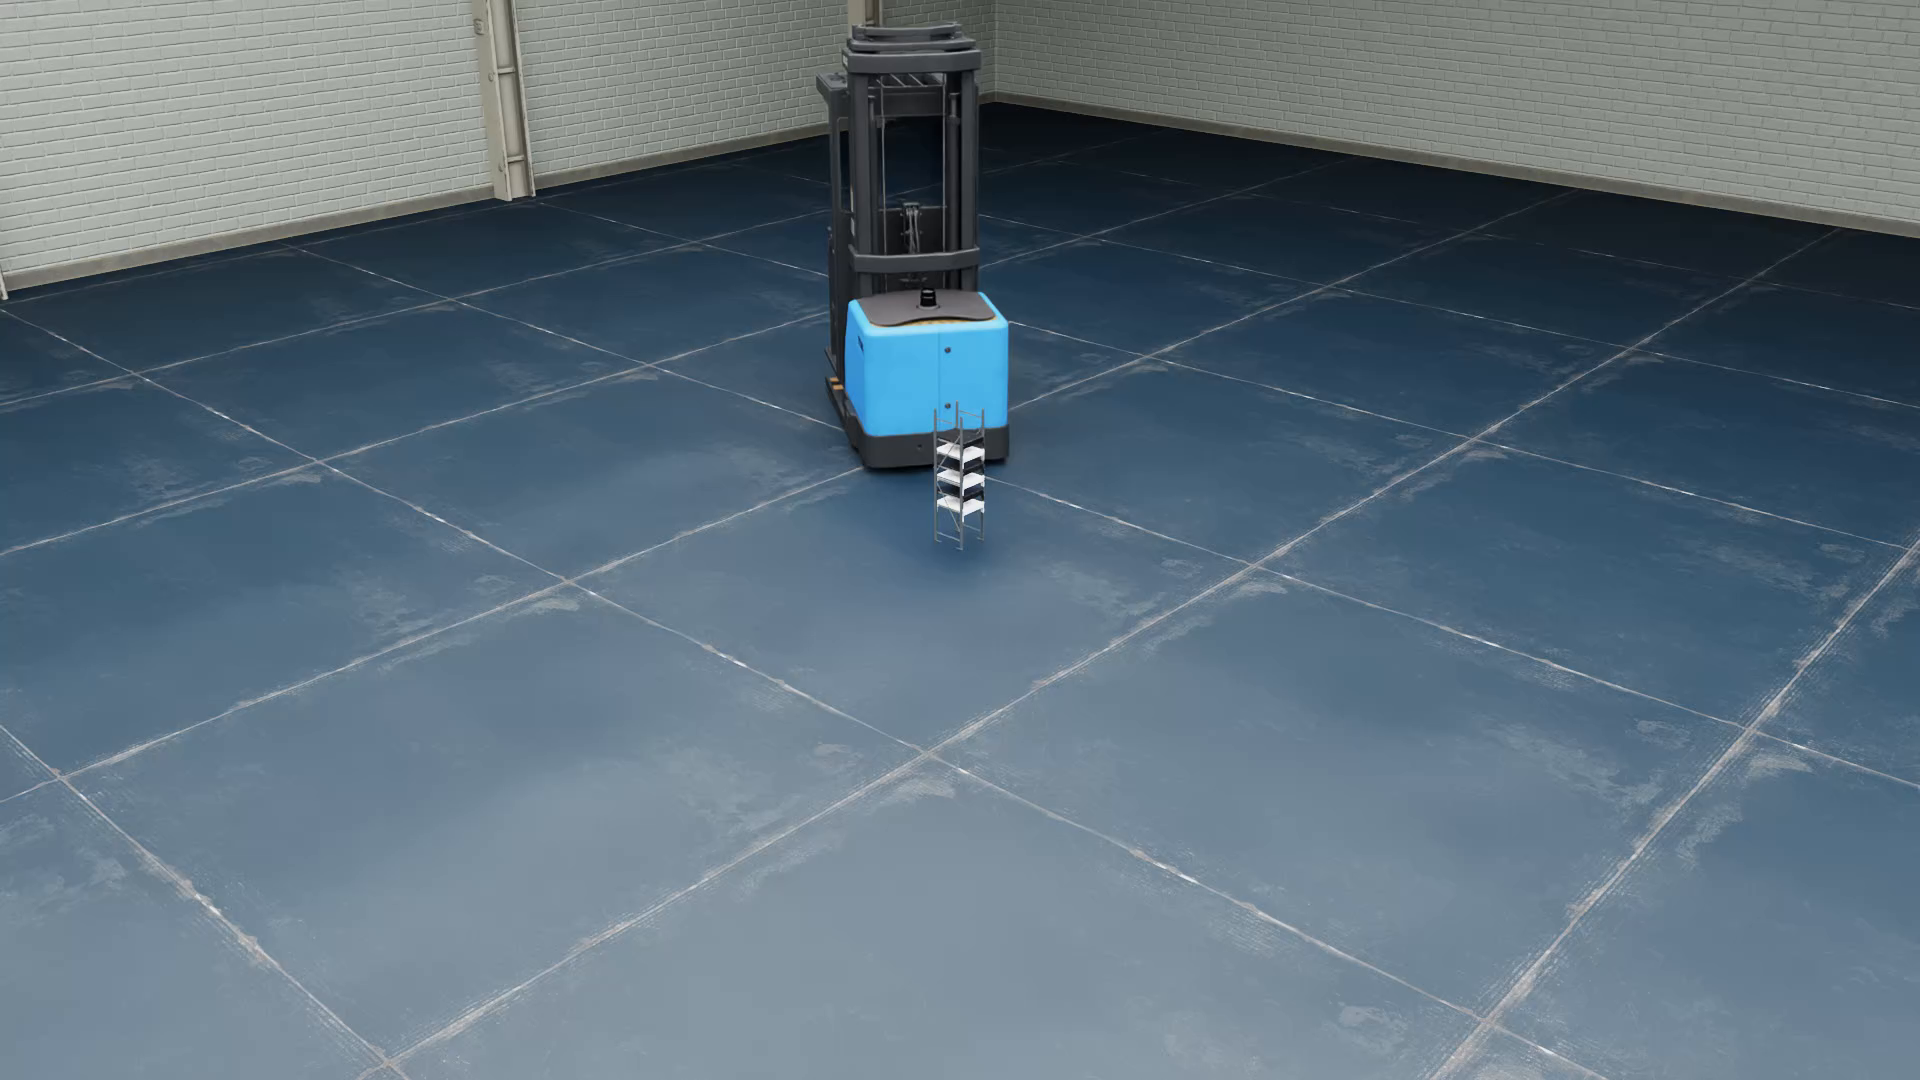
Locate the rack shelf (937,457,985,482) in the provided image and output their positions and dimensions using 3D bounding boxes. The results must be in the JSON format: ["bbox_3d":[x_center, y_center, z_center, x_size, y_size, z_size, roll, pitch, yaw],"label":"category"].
[{"bbox_3d":[-0.005,-0.460,10.537,0.258,0.077,0.200,20,31,38],"label":"rack shelf"}]

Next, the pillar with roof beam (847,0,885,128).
[{"bbox_3d":[1.873,-8.878,19.551,9.100,9.000,0.400,20,31,38],"label":"pillar with roof beam"}]

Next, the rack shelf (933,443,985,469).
[{"bbox_3d":[-0.005,-0.542,10.500,0.258,0.077,0.200,20,31,38],"label":"rack shelf"}]

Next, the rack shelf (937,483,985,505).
[{"bbox_3d":[-0.005,-0.296,10.611,0.258,0.077,0.200,20,31,38],"label":"rack shelf"}]

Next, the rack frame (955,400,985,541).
[{"bbox_3d":[0.062,-0.439,10.629,0.240,0.900,0.006,20,31,38],"label":"rack frame"}]

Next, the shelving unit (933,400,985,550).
[{"bbox_3d":[-0.005,-0.408,10.560,0.258,0.900,0.210,20,31,38],"label":"shelving unit"}]

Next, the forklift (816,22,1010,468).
[{"bbox_3d":[-0.457,-2.418,12.561,1.130,2.935,3.031,-5,25,-11],"label":"forklift"}]

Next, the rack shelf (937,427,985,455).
[{"bbox_3d":[-0.005,-0.624,10.464,0.258,0.077,0.200,20,31,38],"label":"rack shelf"}]

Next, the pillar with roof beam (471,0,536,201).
[{"bbox_3d":[-2.132,-7.050,15.474,9.100,9.000,0.400,20,31,38],"label":"pillar with roof beam"}]

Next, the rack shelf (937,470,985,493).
[{"bbox_3d":[-0.005,-0.378,10.574,0.258,0.077,0.200,20,31,38],"label":"rack shelf"}]

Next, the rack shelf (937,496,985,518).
[{"bbox_3d":[-0.005,-0.213,10.648,0.258,0.077,0.200,20,31,38],"label":"rack shelf"}]

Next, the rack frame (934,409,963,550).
[{"bbox_3d":[-0.073,-0.377,10.491,0.240,0.900,0.006,20,31,38],"label":"rack frame"}]

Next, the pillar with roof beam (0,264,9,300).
[{"bbox_3d":[-6.136,-5.222,11.397,9.100,9.000,0.400,20,31,38],"label":"pillar with roof beam"}]
